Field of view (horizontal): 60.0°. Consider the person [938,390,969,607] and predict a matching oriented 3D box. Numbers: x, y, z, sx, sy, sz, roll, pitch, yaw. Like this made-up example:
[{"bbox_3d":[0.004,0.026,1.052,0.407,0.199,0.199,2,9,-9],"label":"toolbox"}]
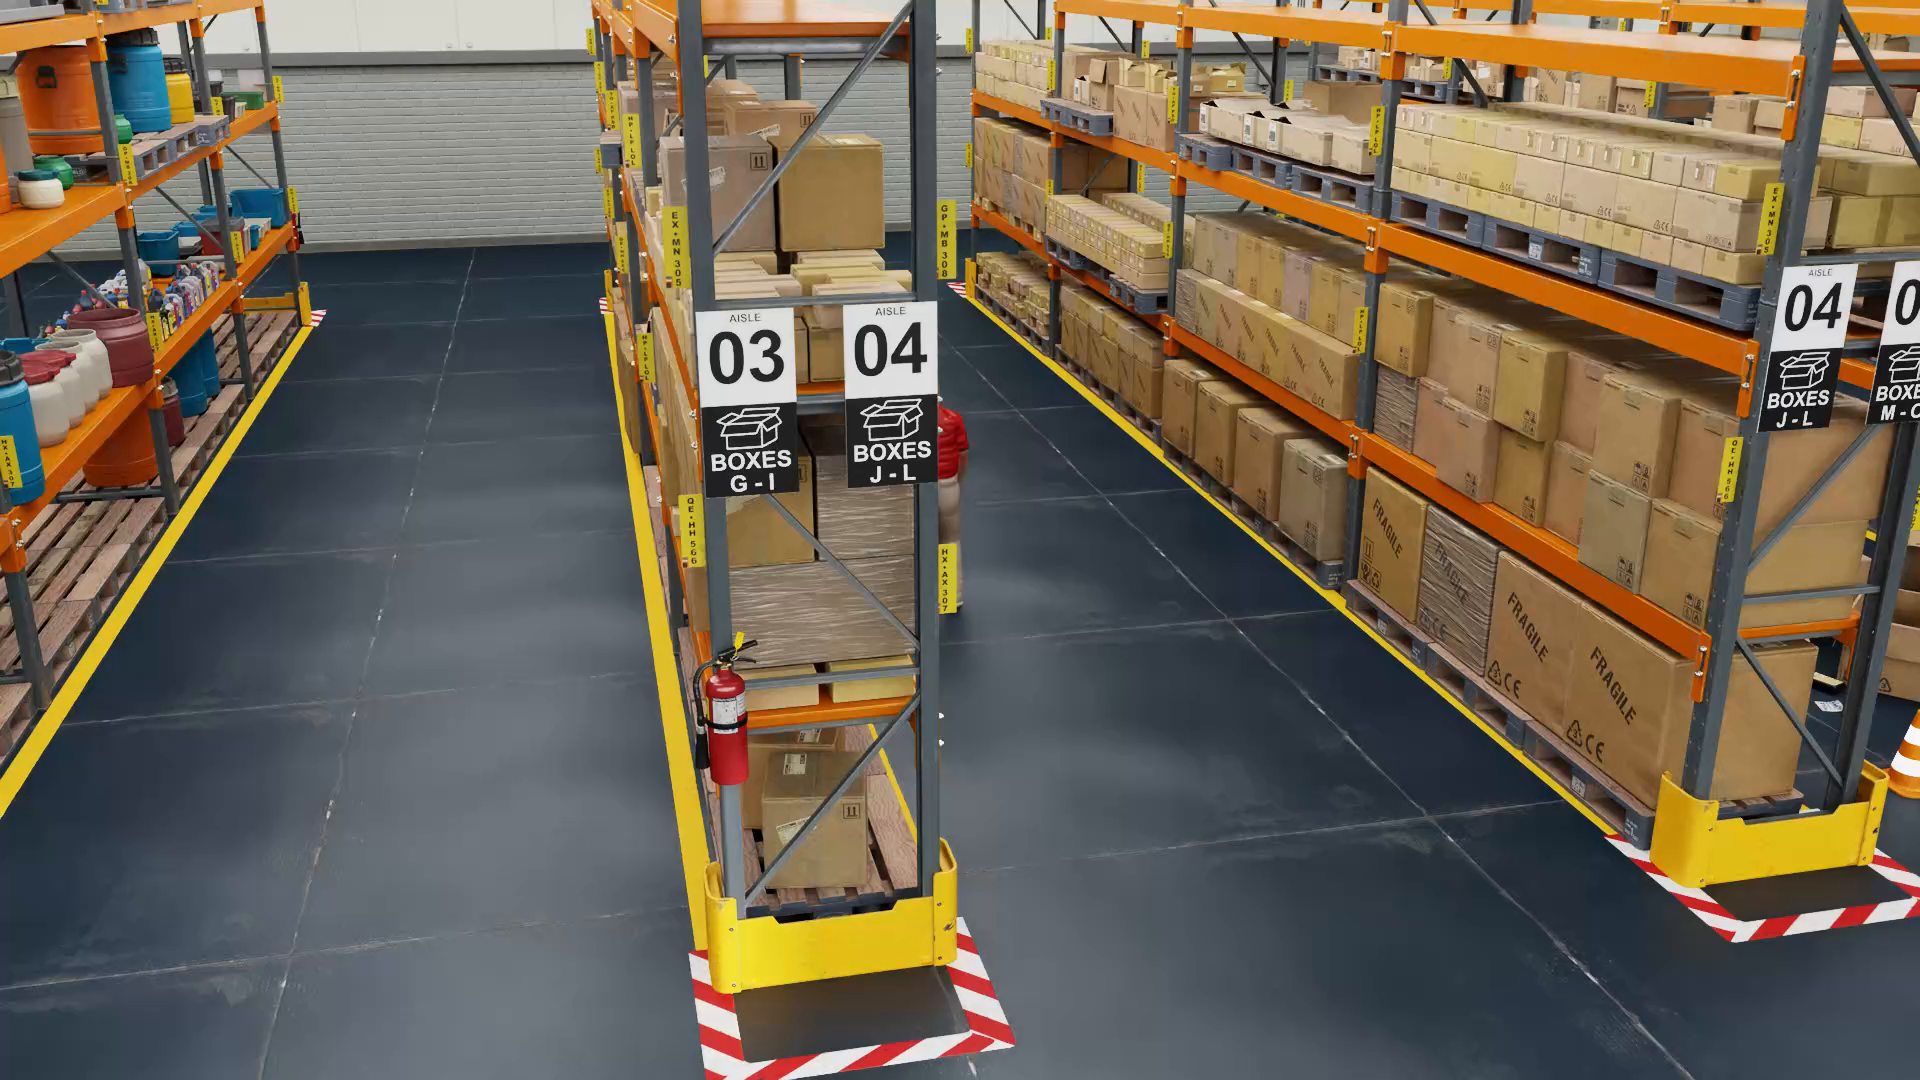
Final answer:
[{"bbox_3d":[-0.214,-0.336,12.034,0.563,1.730,0.391,-6,20,-17],"label":"person"}]
